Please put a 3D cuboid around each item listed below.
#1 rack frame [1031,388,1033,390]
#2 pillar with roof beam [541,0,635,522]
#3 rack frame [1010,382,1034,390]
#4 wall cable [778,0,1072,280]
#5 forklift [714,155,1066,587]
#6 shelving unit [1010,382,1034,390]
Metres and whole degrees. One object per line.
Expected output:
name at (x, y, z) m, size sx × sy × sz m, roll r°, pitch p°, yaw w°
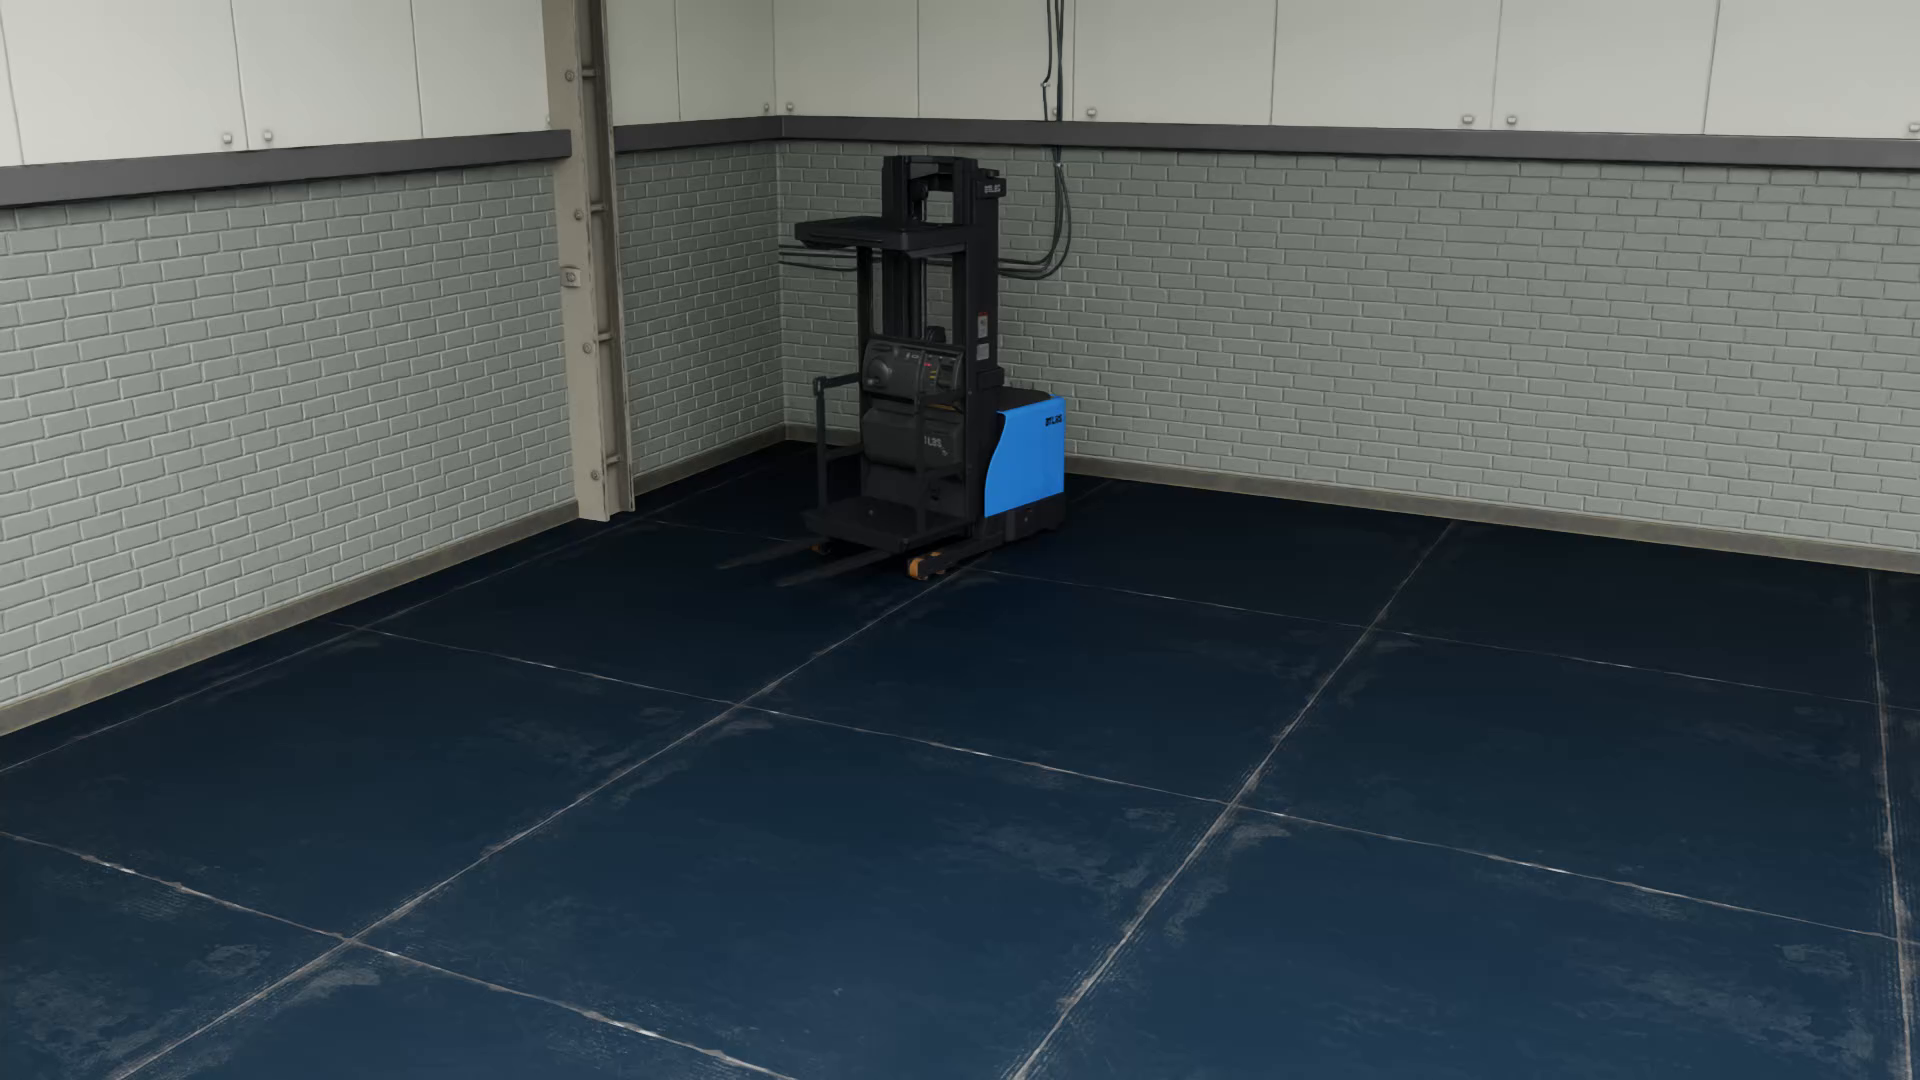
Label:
rack frame at (0.492, -0.730, 13.632) m, size 0.200 × 1.050 × 0.008 m, roll 1°, pitch 16°, yaw 4°
pillar with roof beam at (0.923, -3.984, 10.633) m, size 9.100 × 9.000 × 0.400 m, roll 8°, pitch 18°, yaw 25°
rack frame at (0.511, -0.798, 13.865) m, size 0.200 × 1.050 × 0.008 m, roll 1°, pitch 16°, yaw 4°
wall cable at (-0.429, -3.625, 14.879) m, size 3.097 × 2.526 × 0.112 m, roll 8°, pitch 18°, yaw 25°
forklift at (-0.488, -1.271, 12.156) m, size 1.130 × 2.935 × 3.031 m, roll 14°, pitch 21°, yaw 38°
shelving unit at (0.502, -0.764, 13.749) m, size 0.215 × 1.050 × 0.252 m, roll 1°, pitch 16°, yaw 4°
